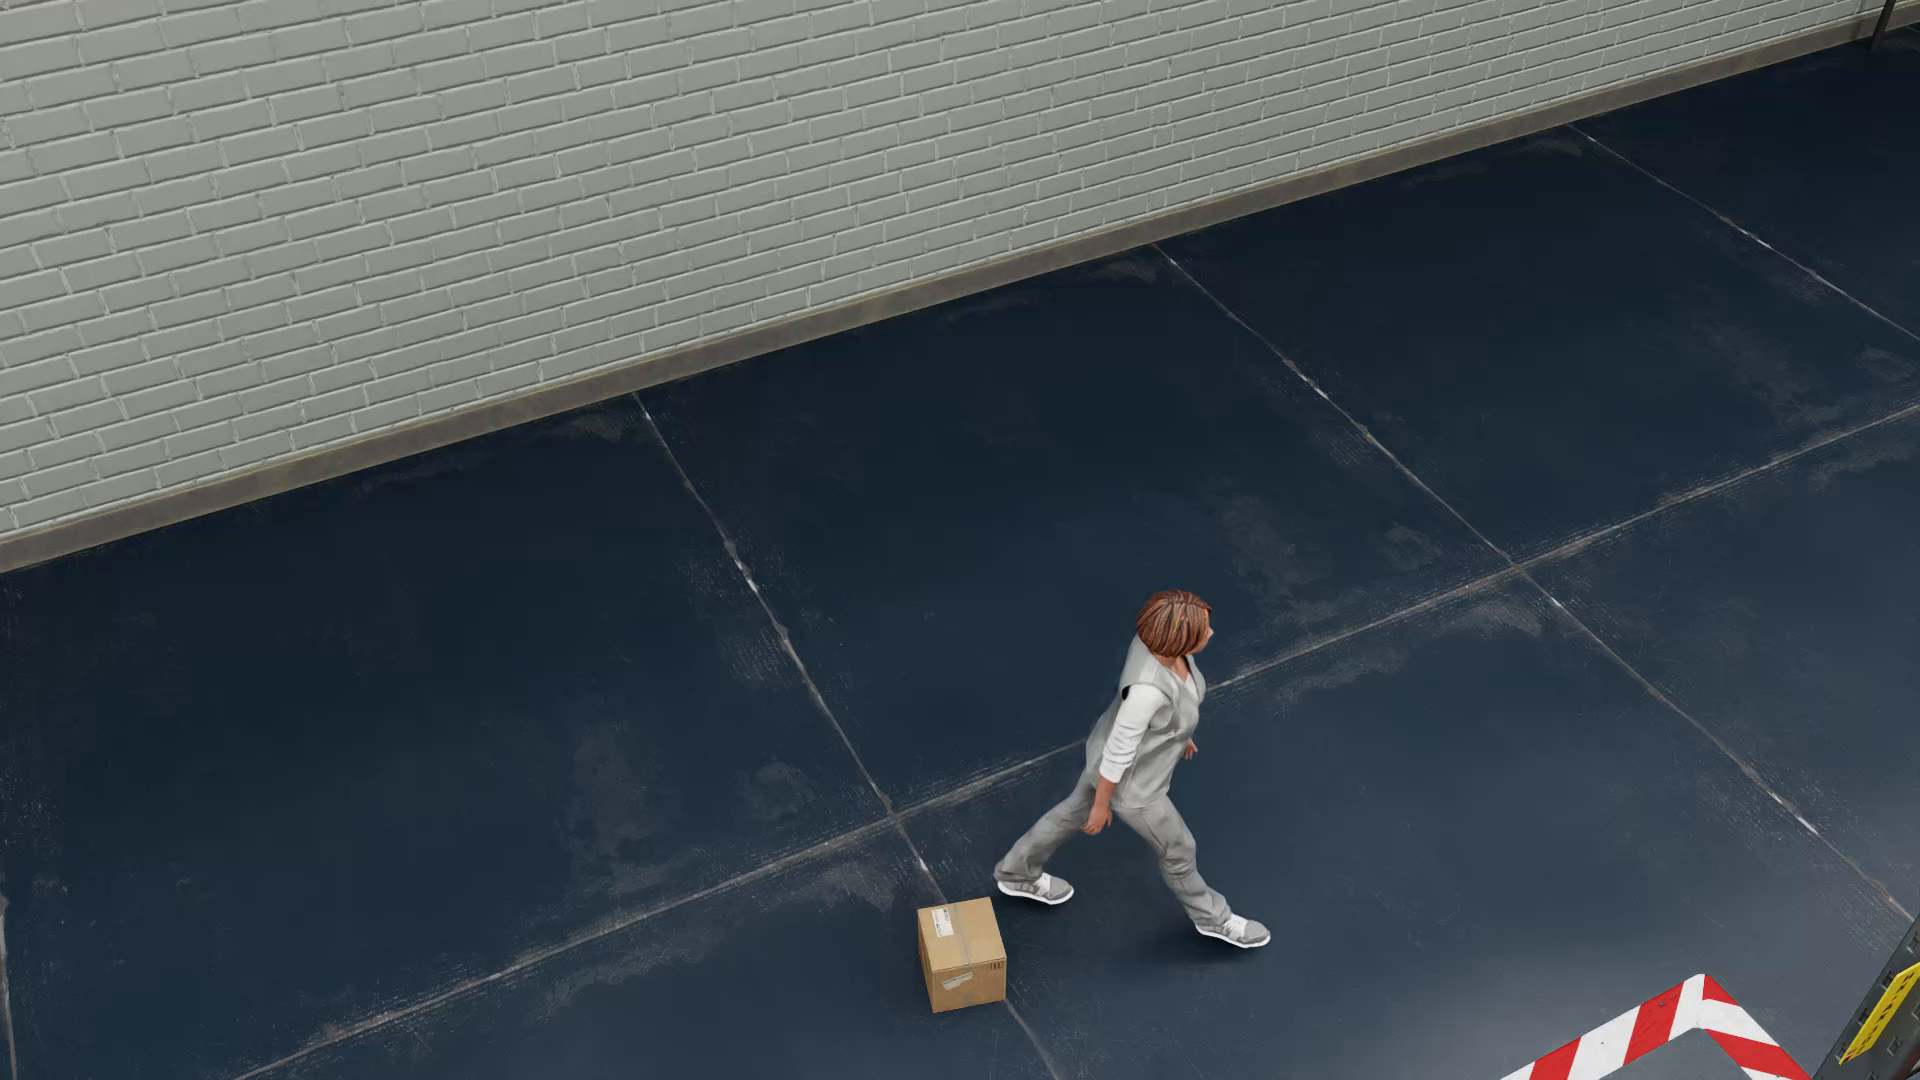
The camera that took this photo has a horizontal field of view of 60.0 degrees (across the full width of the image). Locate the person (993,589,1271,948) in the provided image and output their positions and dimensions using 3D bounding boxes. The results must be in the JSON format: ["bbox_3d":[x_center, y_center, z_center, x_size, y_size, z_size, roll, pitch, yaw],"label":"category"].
[{"bbox_3d":[0.600,0.714,5.362,0.971,1.523,0.445,4,42,5],"label":"person"}]
